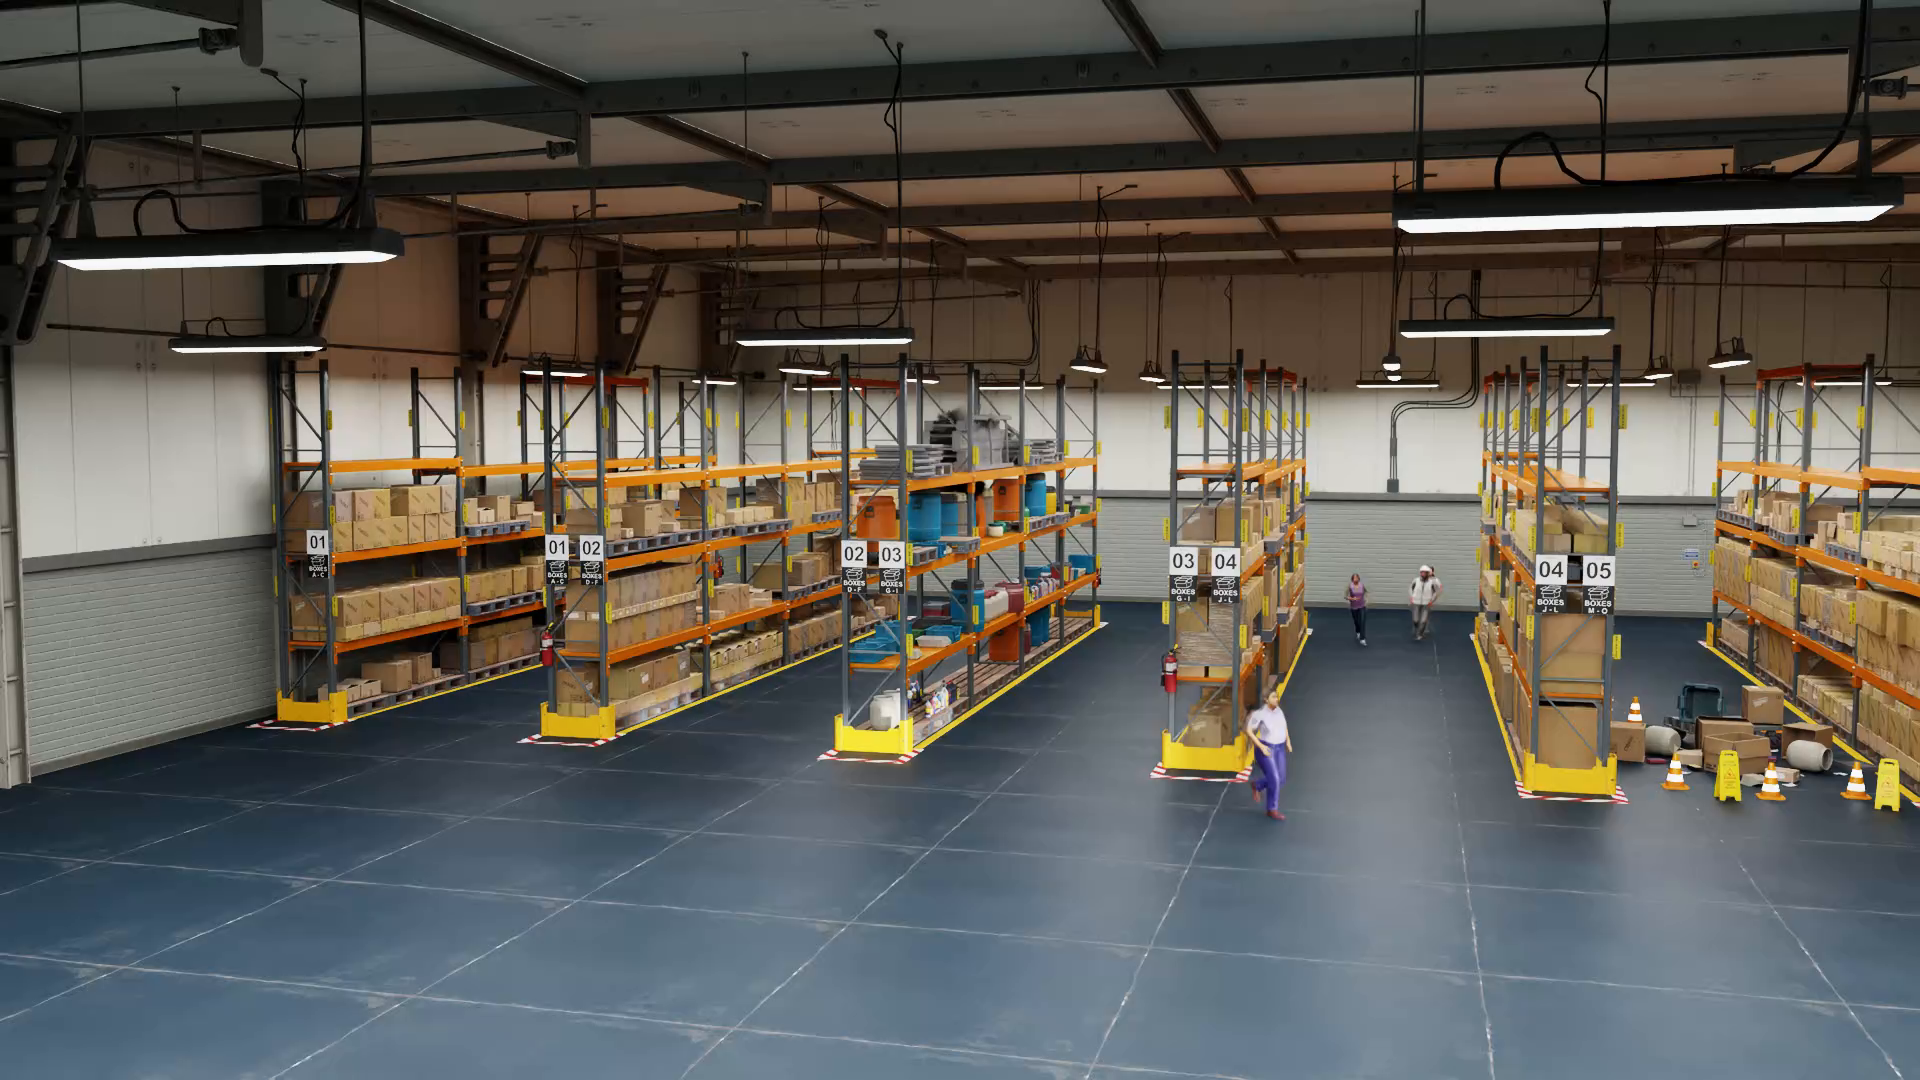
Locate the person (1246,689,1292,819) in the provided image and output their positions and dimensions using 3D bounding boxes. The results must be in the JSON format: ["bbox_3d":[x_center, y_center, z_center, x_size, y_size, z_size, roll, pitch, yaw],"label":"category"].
[{"bbox_3d":[3.901,2.684,21.103,0.638,1.614,0.676,-3,5,-35],"label":"person"}]

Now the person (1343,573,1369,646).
[{"bbox_3d":[8.886,1.545,37.280,0.584,1.563,0.823,0,4,5],"label":"person"}]

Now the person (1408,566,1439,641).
[{"bbox_3d":[10.534,1.433,37.828,0.665,1.724,0.576,1,4,13],"label":"person"}]

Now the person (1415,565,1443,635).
[{"bbox_3d":[10.858,1.416,38.818,0.580,1.658,0.576,-2,4,-22],"label":"person"}]
